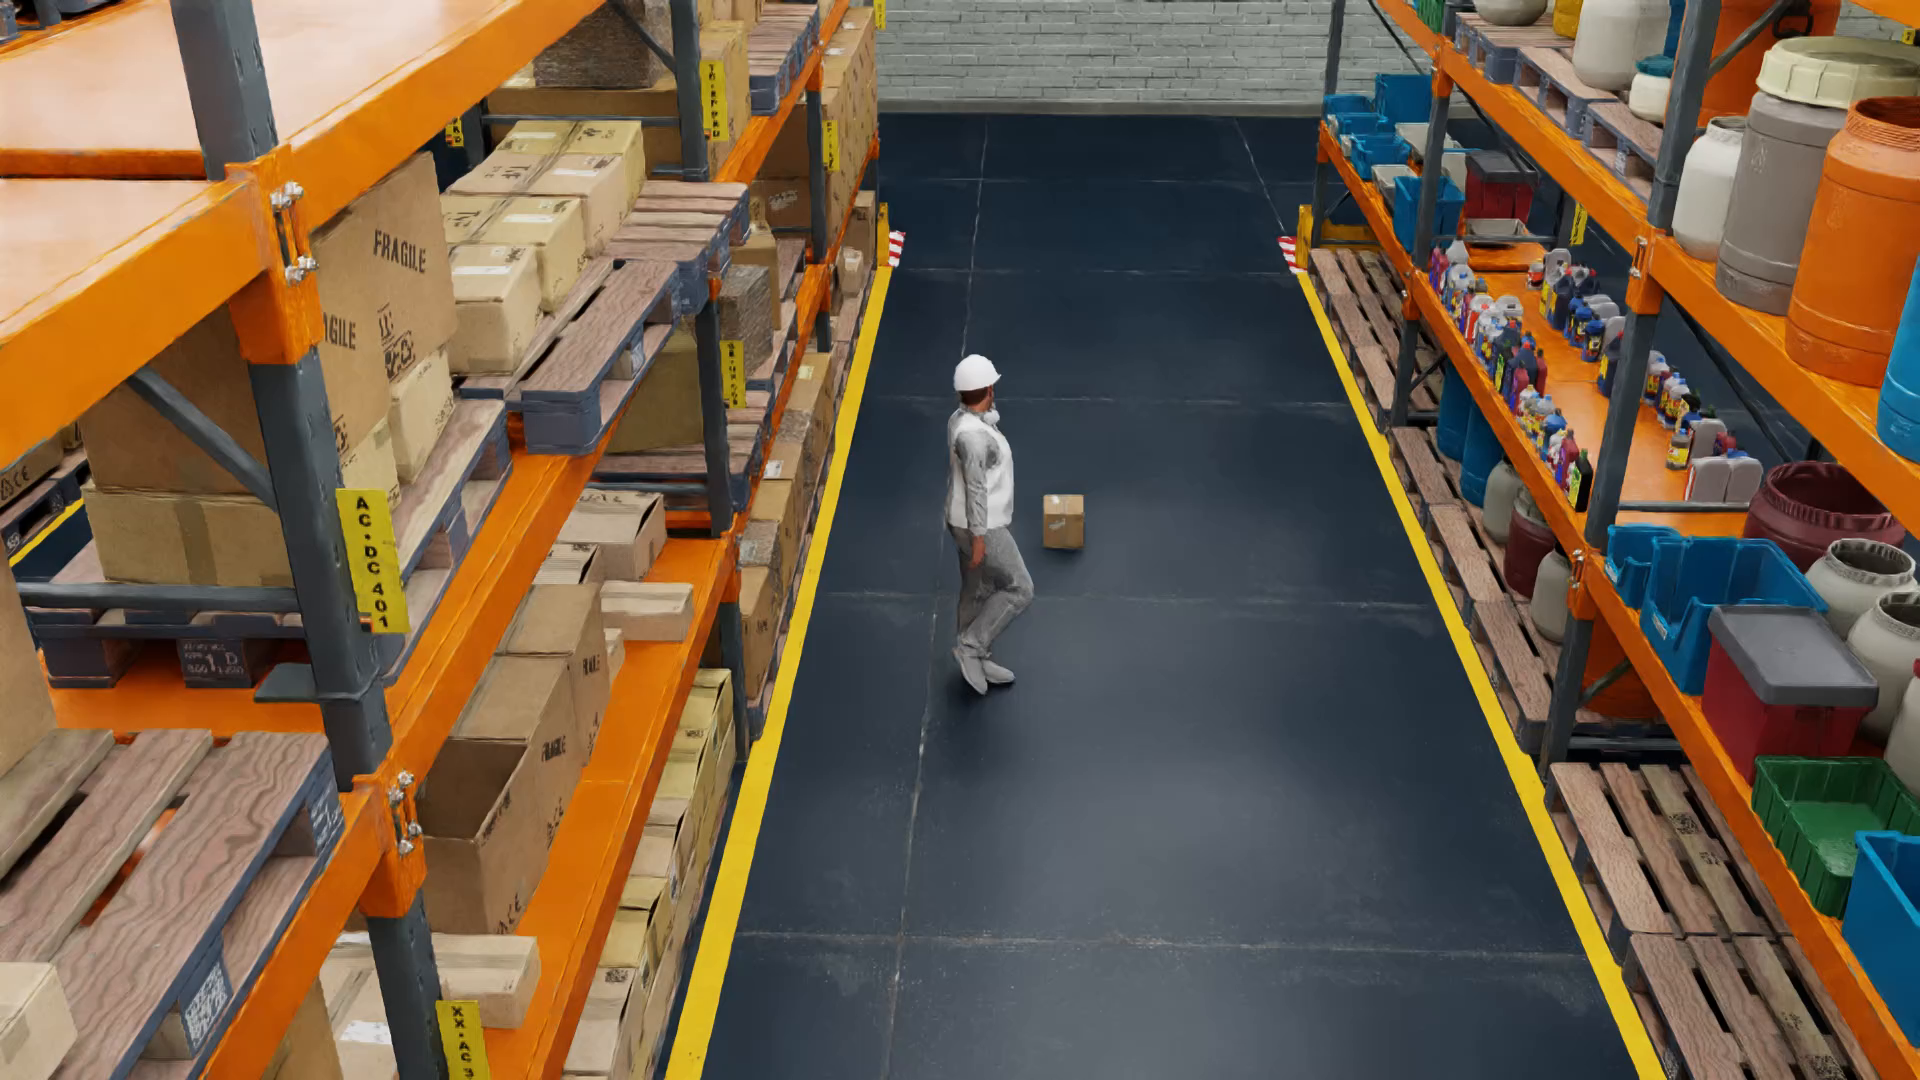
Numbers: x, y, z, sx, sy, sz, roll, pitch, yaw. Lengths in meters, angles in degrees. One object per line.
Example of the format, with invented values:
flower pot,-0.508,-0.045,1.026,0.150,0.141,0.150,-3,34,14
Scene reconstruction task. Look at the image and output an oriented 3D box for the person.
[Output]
person,0.152,-0.078,8.726,0.456,1.765,0.729,-2,28,-3
